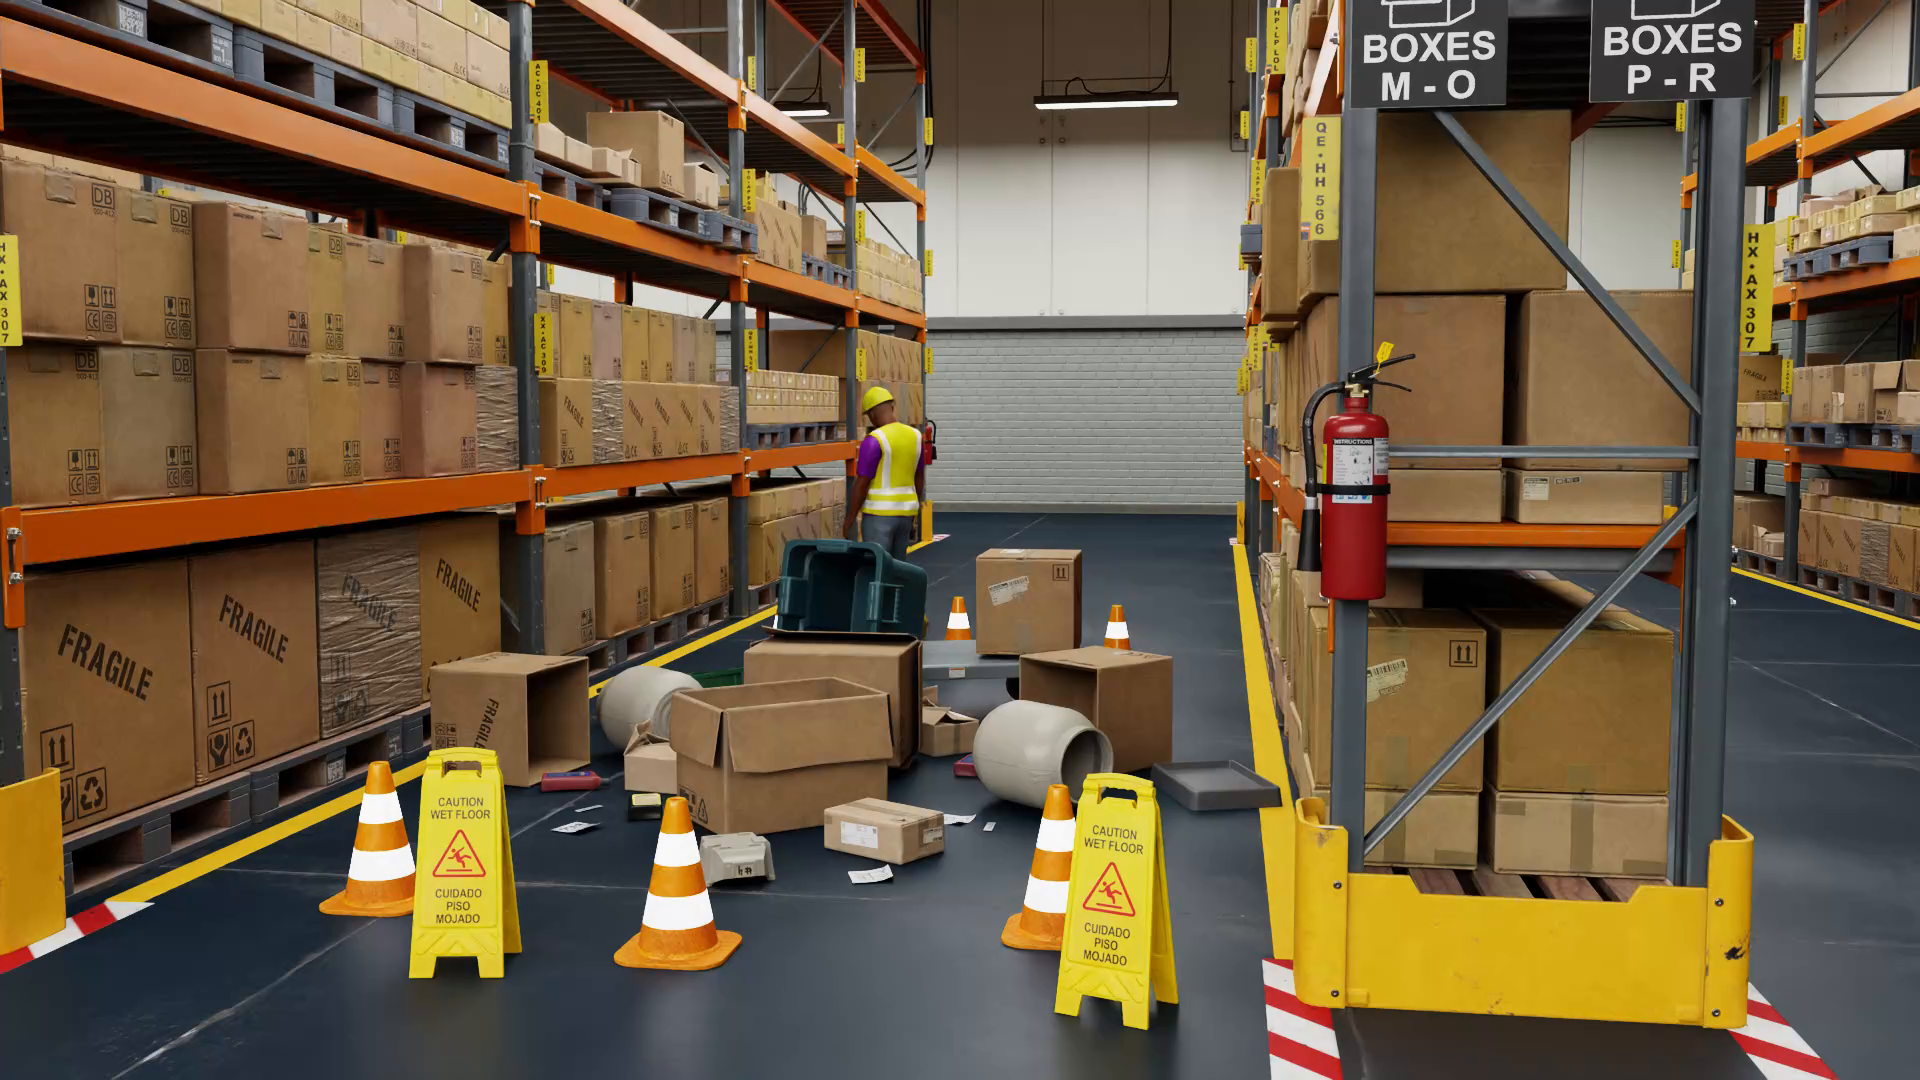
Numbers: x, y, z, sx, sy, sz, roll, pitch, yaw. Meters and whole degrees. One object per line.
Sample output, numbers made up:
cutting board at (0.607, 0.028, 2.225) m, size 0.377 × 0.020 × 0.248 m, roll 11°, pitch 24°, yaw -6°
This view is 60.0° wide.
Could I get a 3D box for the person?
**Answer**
person at (-0.502, -0.151, 11.351) m, size 0.415 × 1.784 × 0.633 m, roll 4°, pitch 6°, yaw 41°
